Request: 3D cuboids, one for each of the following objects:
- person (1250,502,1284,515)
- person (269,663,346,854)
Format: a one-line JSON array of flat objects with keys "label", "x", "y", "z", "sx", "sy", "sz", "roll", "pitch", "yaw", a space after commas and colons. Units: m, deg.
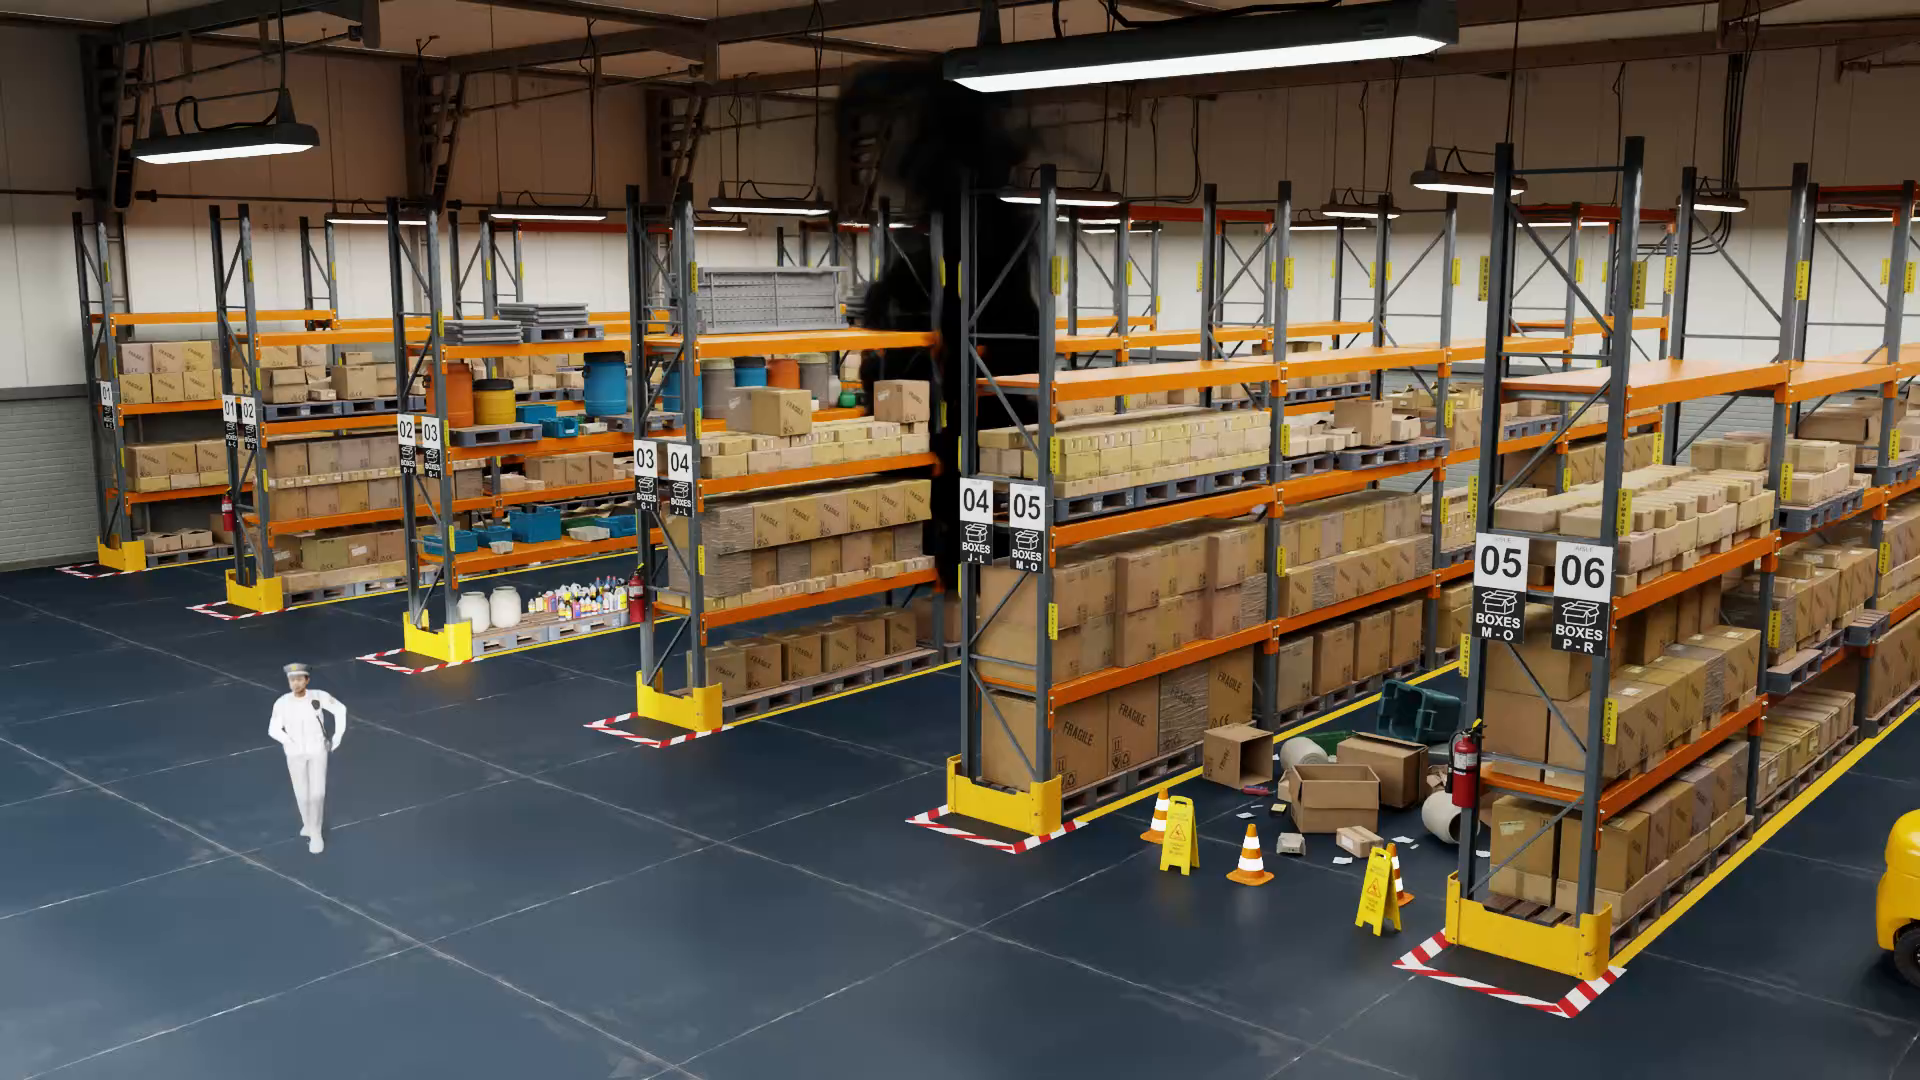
[{"label": "person", "x": 4.446, "y": 0.090, "z": 24.204, "sx": 0.578, "sy": 1.732, "sz": 0.675, "roll": 8, "pitch": 12, "yaw": 39}, {"label": "person", "x": -5.799, "y": 1.919, "z": 14.798, "sx": 0.618, "sy": 1.711, "sz": 0.706, "roll": -2, "pitch": 10, "yaw": -13}]
